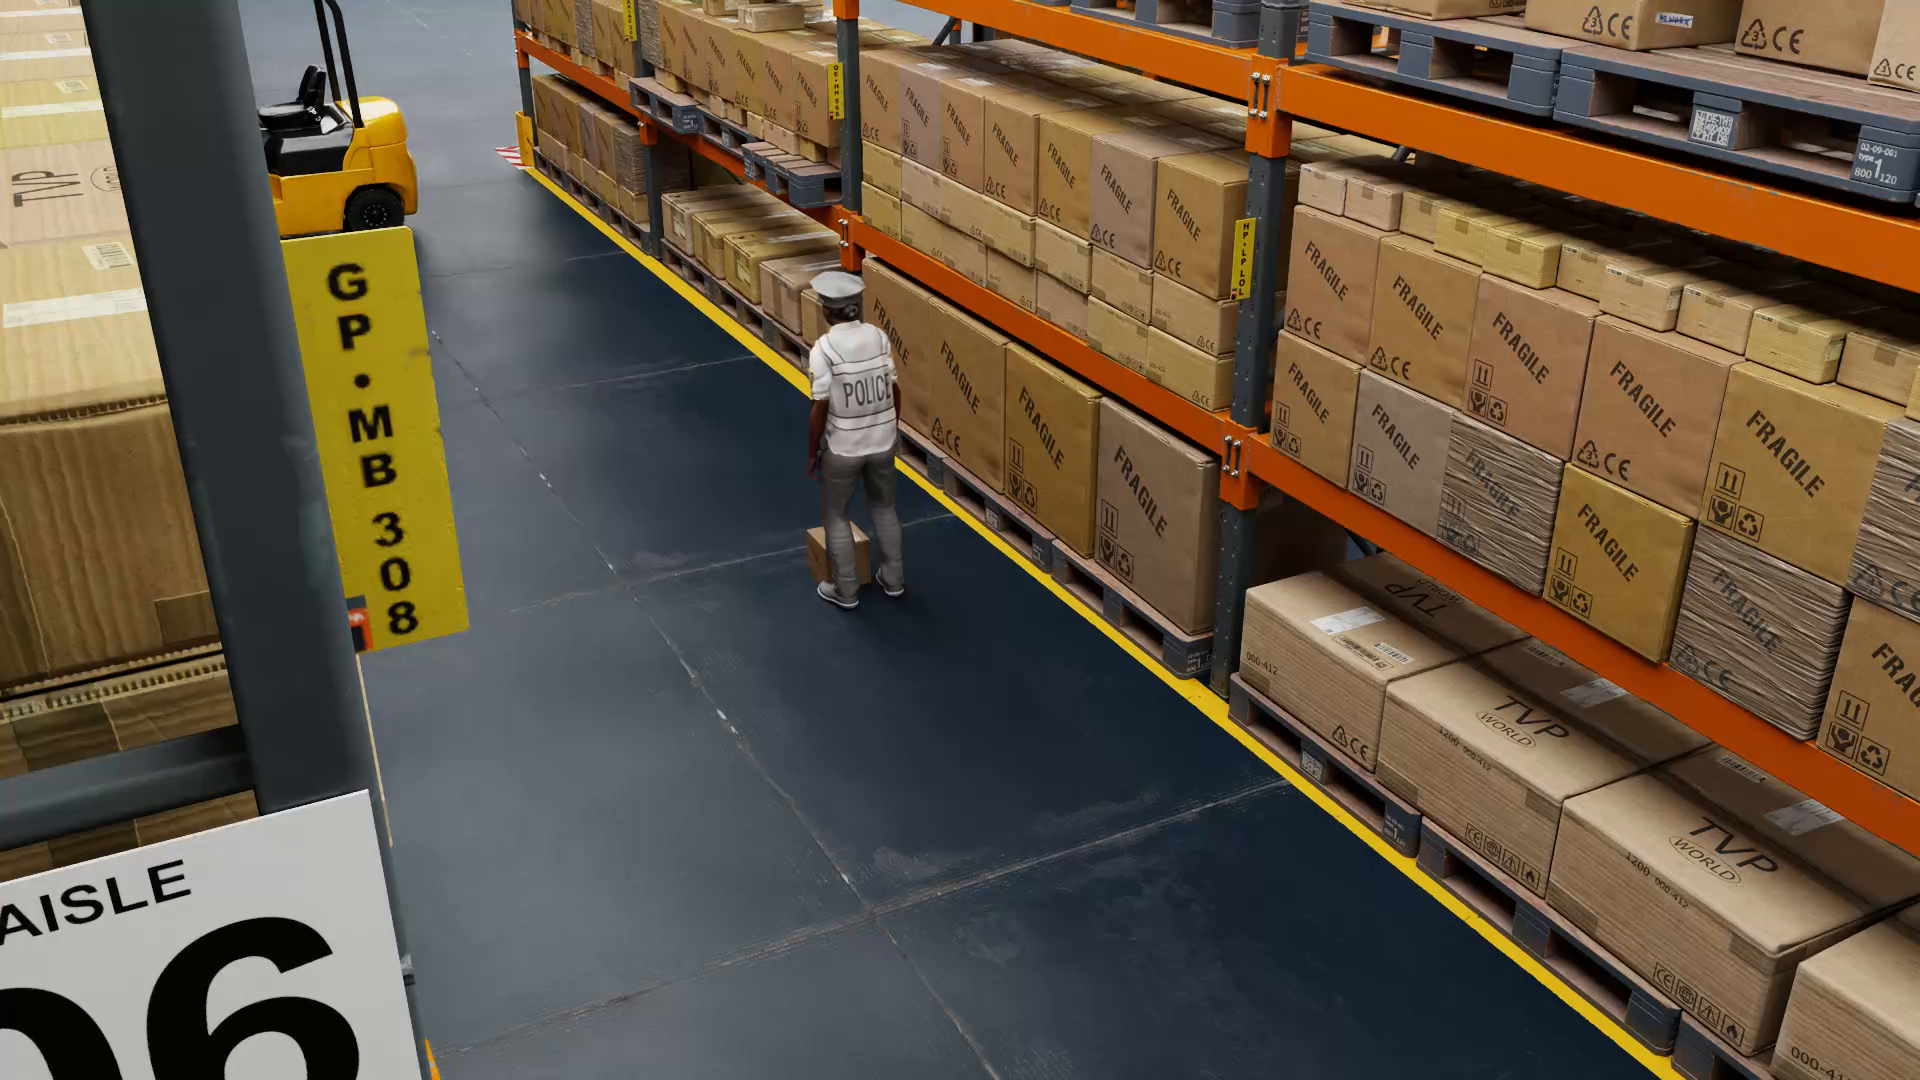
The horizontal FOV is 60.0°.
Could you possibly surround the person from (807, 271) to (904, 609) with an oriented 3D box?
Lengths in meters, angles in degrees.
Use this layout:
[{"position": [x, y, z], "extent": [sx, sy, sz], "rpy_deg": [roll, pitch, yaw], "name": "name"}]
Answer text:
[{"position": [-0.503, -0.462, 8.070], "extent": [0.530, 1.660, 0.398], "rpy_deg": [-15, 29, -28], "name": "person"}]
